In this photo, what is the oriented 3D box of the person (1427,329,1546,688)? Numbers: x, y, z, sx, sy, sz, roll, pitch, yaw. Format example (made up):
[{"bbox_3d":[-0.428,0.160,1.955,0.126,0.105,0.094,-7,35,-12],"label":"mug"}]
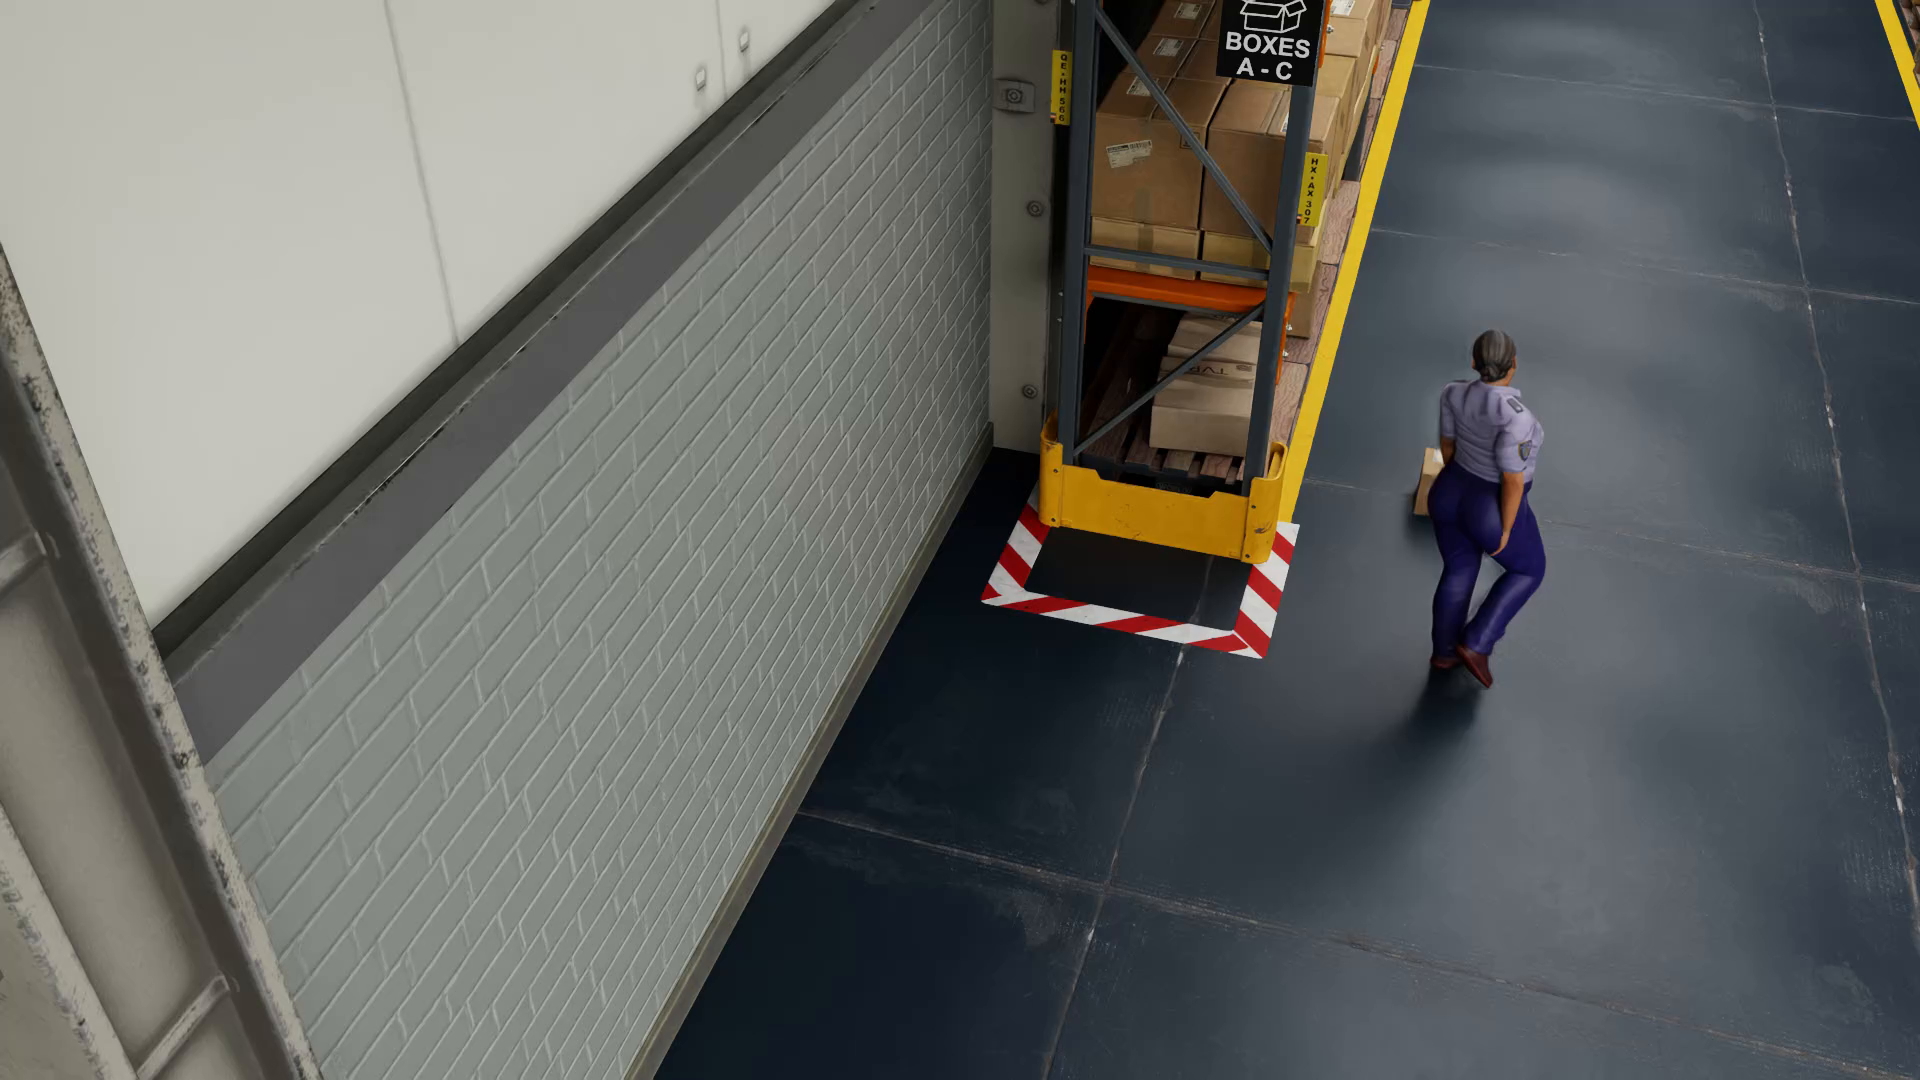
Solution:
[{"bbox_3d":[2.237,-0.134,7.072,0.438,1.626,0.550,-24,44,-29],"label":"person"}]
